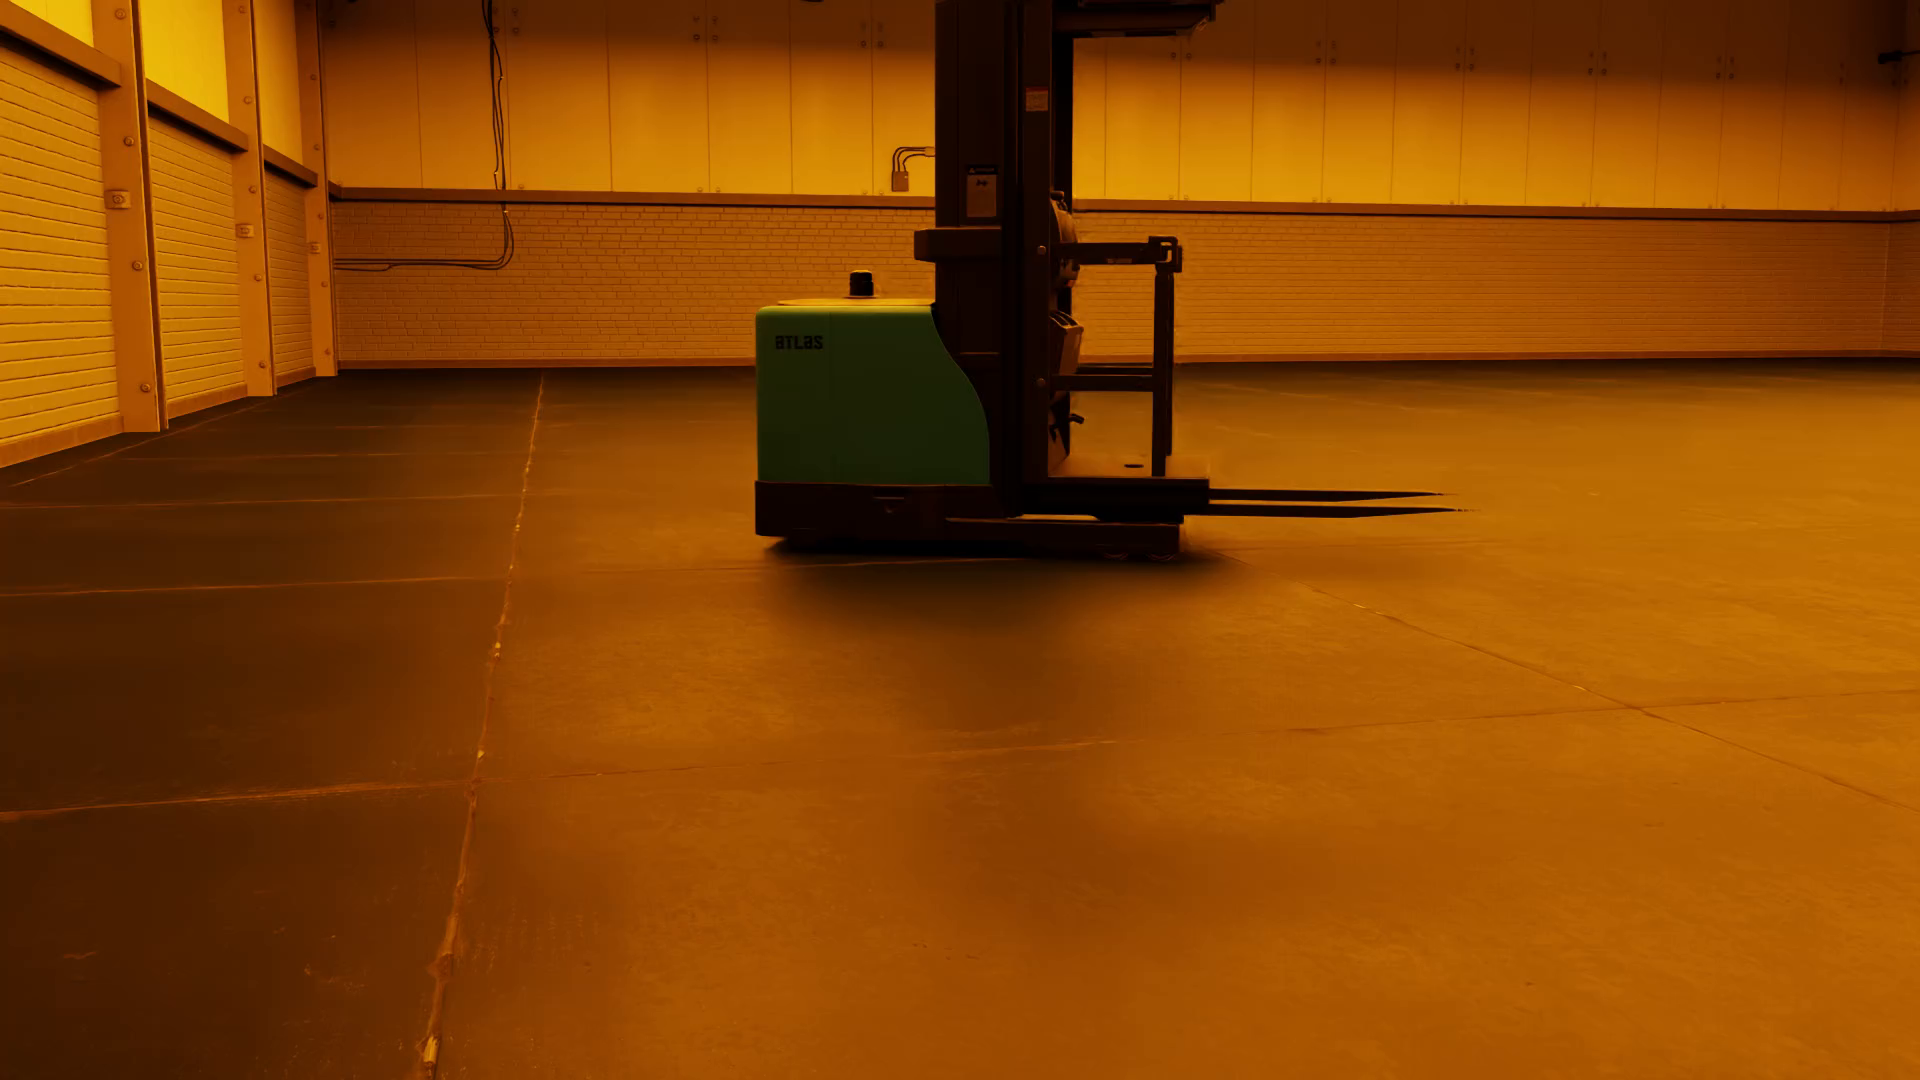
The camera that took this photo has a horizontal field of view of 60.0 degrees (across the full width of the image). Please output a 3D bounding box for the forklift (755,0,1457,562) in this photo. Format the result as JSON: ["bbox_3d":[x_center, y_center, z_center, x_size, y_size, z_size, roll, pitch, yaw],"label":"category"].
[{"bbox_3d":[0.653,-1.438,7.405,3.031,2.935,1.130,1,8,9],"label":"forklift"}]
